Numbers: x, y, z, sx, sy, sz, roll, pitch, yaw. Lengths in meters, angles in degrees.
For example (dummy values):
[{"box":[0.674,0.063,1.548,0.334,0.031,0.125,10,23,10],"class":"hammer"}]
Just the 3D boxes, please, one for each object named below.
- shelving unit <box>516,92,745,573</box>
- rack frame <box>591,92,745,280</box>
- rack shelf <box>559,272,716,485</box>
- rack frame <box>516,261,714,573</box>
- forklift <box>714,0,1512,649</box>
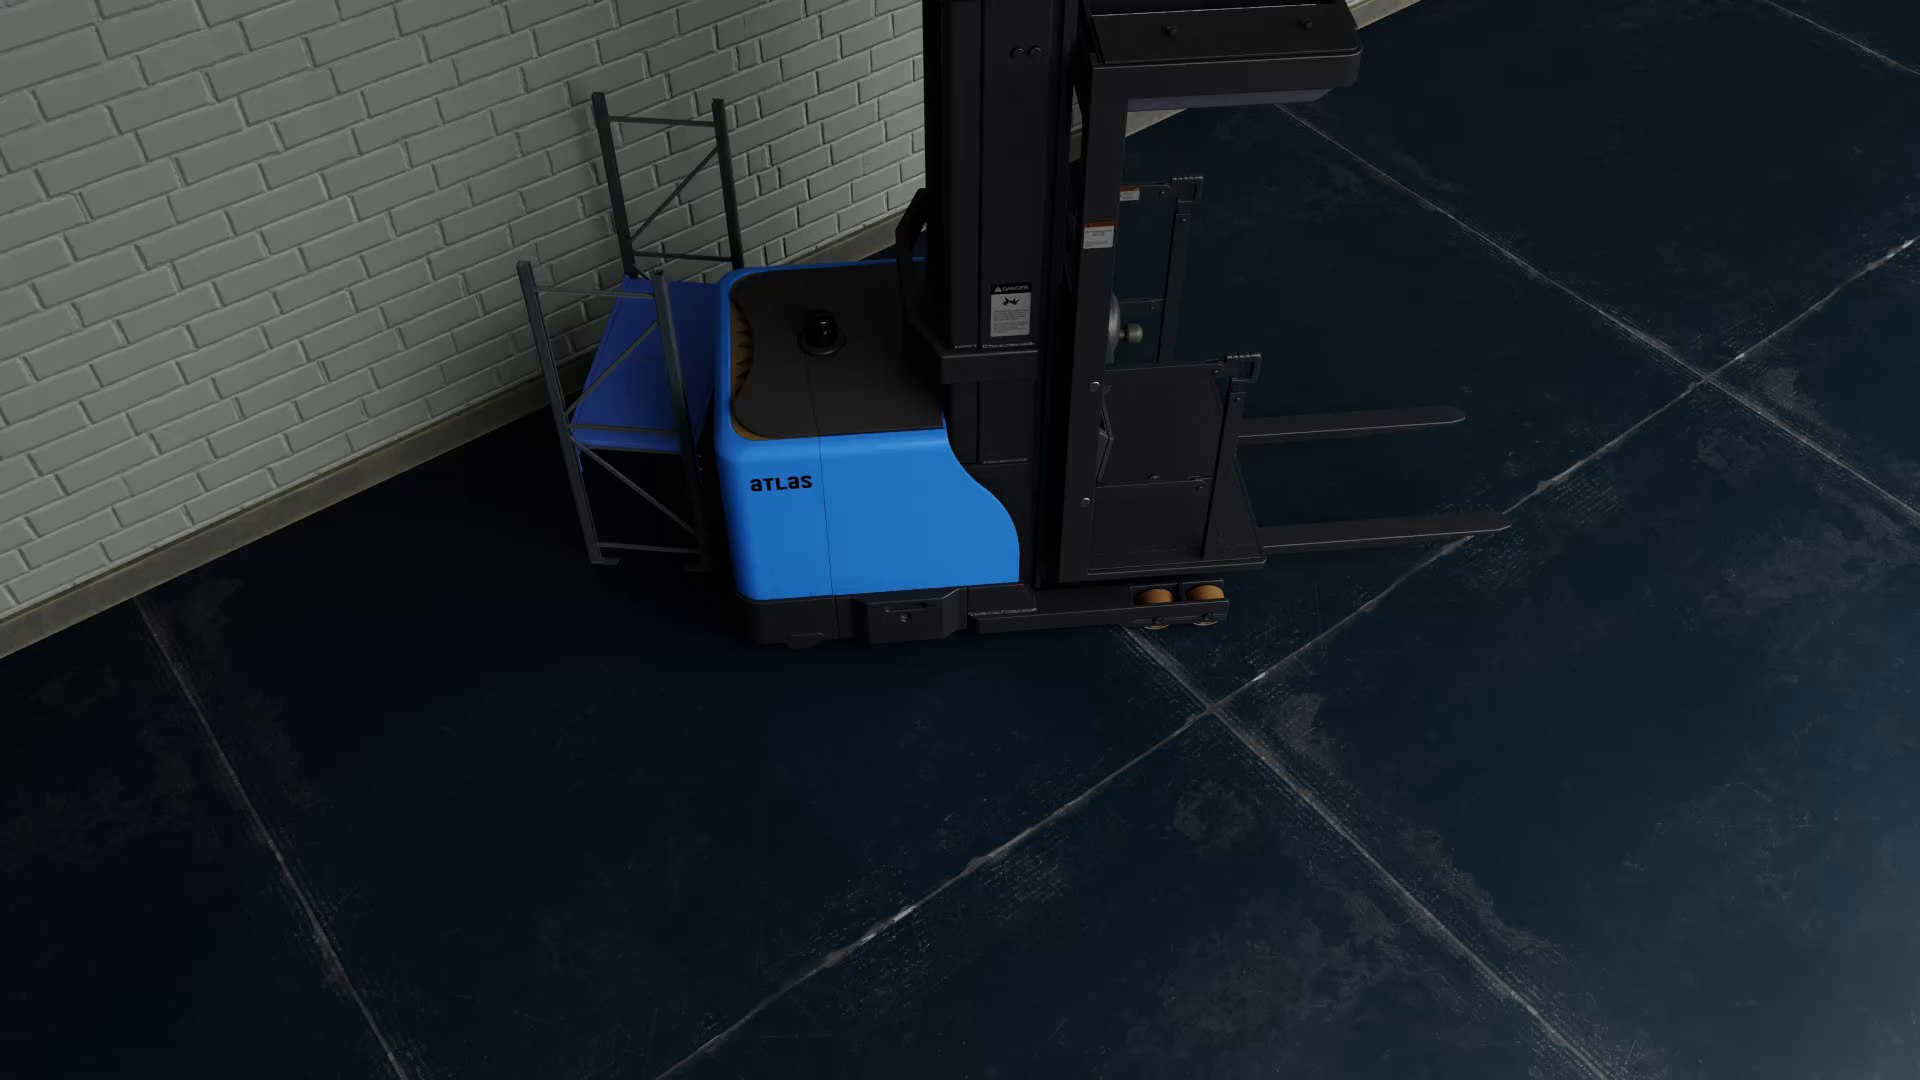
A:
[{"box":[-1.182,-0.778,6.442,0.538,1.500,1.048,4,48,4],"class":"shelving unit"},{"box":[-1.132,-1.153,6.781,0.500,1.500,0.032,4,48,4],"class":"rack frame"},{"box":[-1.182,-0.657,6.575,0.538,0.185,1.000,4,48,4],"class":"rack shelf"},{"box":[-1.232,-0.403,6.102,0.500,1.500,0.032,4,48,4],"class":"rack frame"},{"box":[0.620,-1.028,5.703,3.031,2.935,1.130,-4,48,-4],"class":"forklift"}]
